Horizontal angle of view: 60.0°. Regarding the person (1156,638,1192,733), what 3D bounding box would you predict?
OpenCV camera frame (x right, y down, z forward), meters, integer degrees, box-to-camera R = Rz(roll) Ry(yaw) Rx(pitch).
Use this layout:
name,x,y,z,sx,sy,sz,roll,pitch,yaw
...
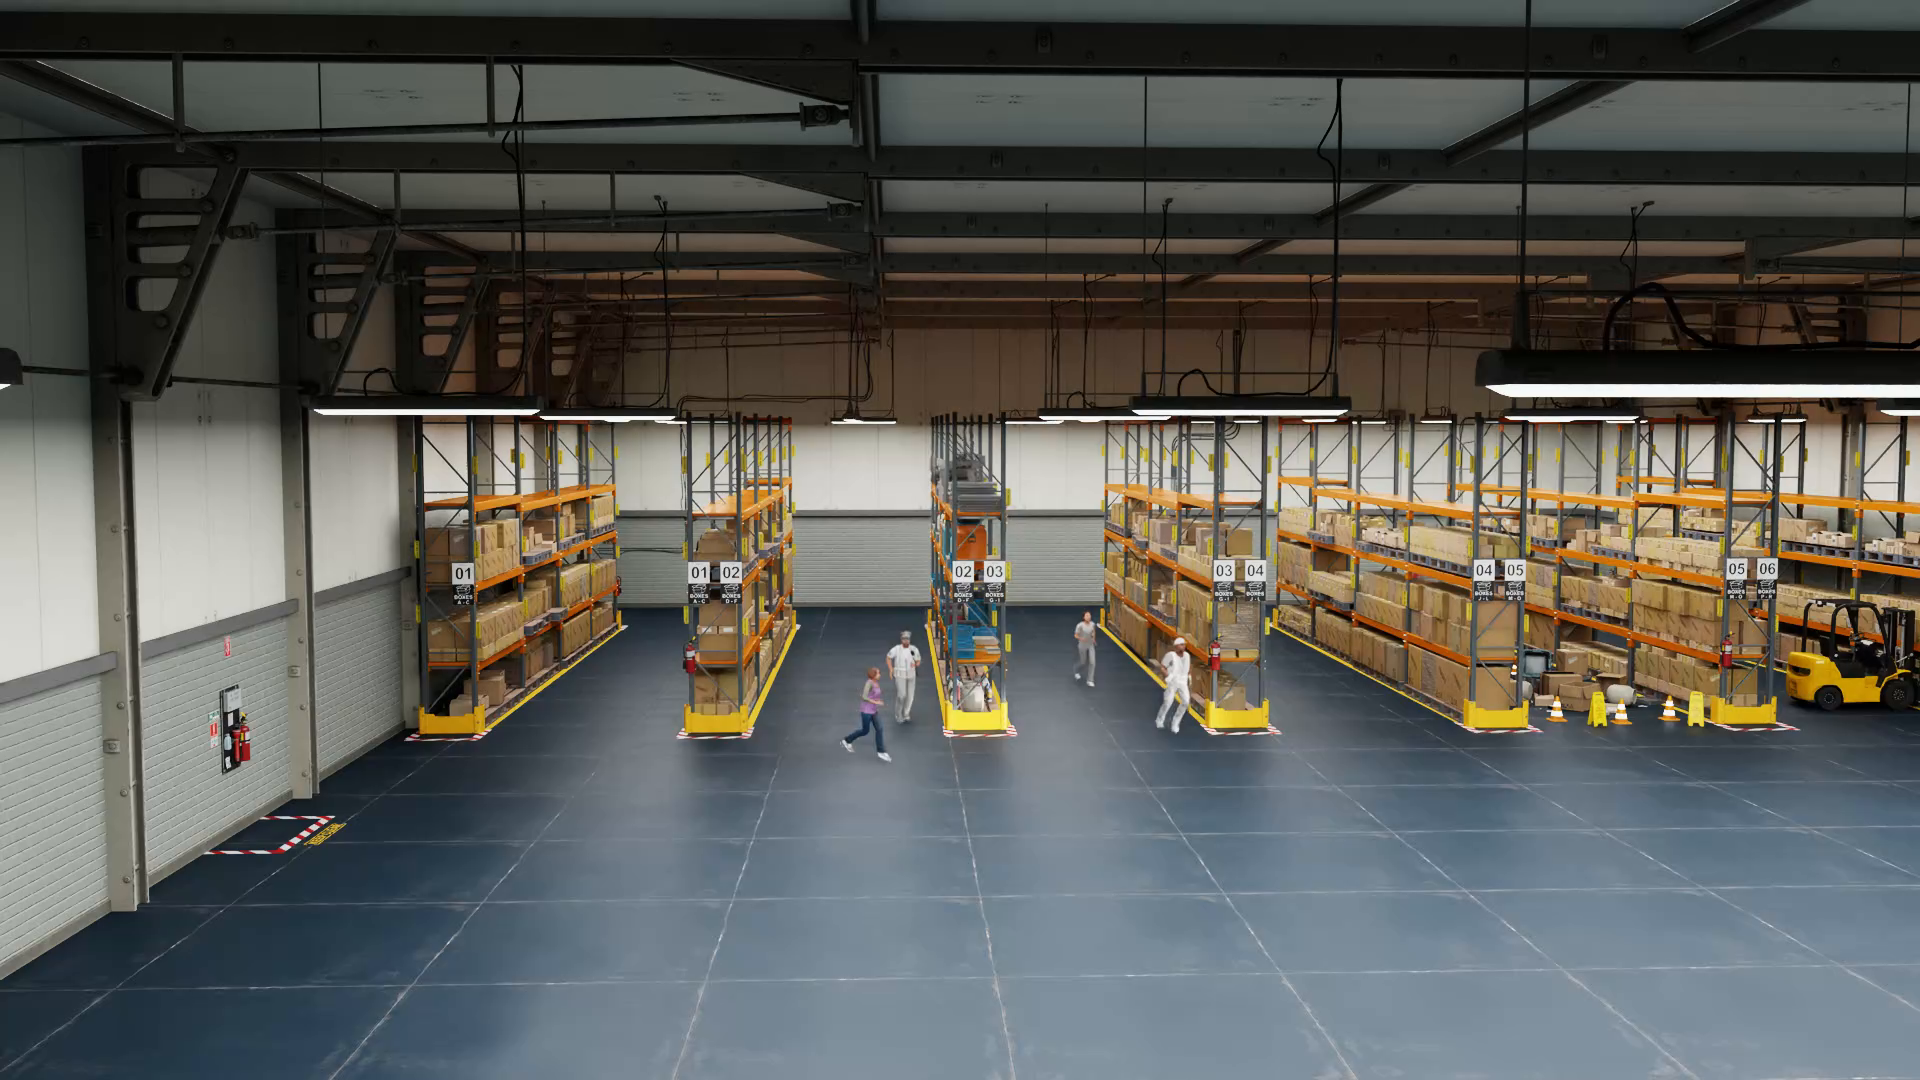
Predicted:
name,x,y,z,sx,sy,sz,roll,pitch,yaw
person,4.102,2.724,31.334,0.744,1.775,0.655,-1,4,-21

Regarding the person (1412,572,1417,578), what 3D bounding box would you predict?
name,x,y,z,sx,sy,sz,roll,pitch,yaw
person,13.379,1.531,49.280,0.733,1.780,0.675,0,4,-1

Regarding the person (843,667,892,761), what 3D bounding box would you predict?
name,x,y,z,sx,sy,sz,roll,pitch,yaw
person,-1.588,2.978,28.637,0.925,1.594,0.564,1,4,19

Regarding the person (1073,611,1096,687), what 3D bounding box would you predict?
name,x,y,z,sx,sy,sz,roll,pitch,yaw
person,2.778,2.380,36.911,0.550,1.656,0.926,-1,4,-17

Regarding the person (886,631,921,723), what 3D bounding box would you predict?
name,x,y,z,sx,sy,sz,roll,pitch,yaw
person,-1.055,2.655,32.166,0.637,1.793,0.684,-1,4,-15
